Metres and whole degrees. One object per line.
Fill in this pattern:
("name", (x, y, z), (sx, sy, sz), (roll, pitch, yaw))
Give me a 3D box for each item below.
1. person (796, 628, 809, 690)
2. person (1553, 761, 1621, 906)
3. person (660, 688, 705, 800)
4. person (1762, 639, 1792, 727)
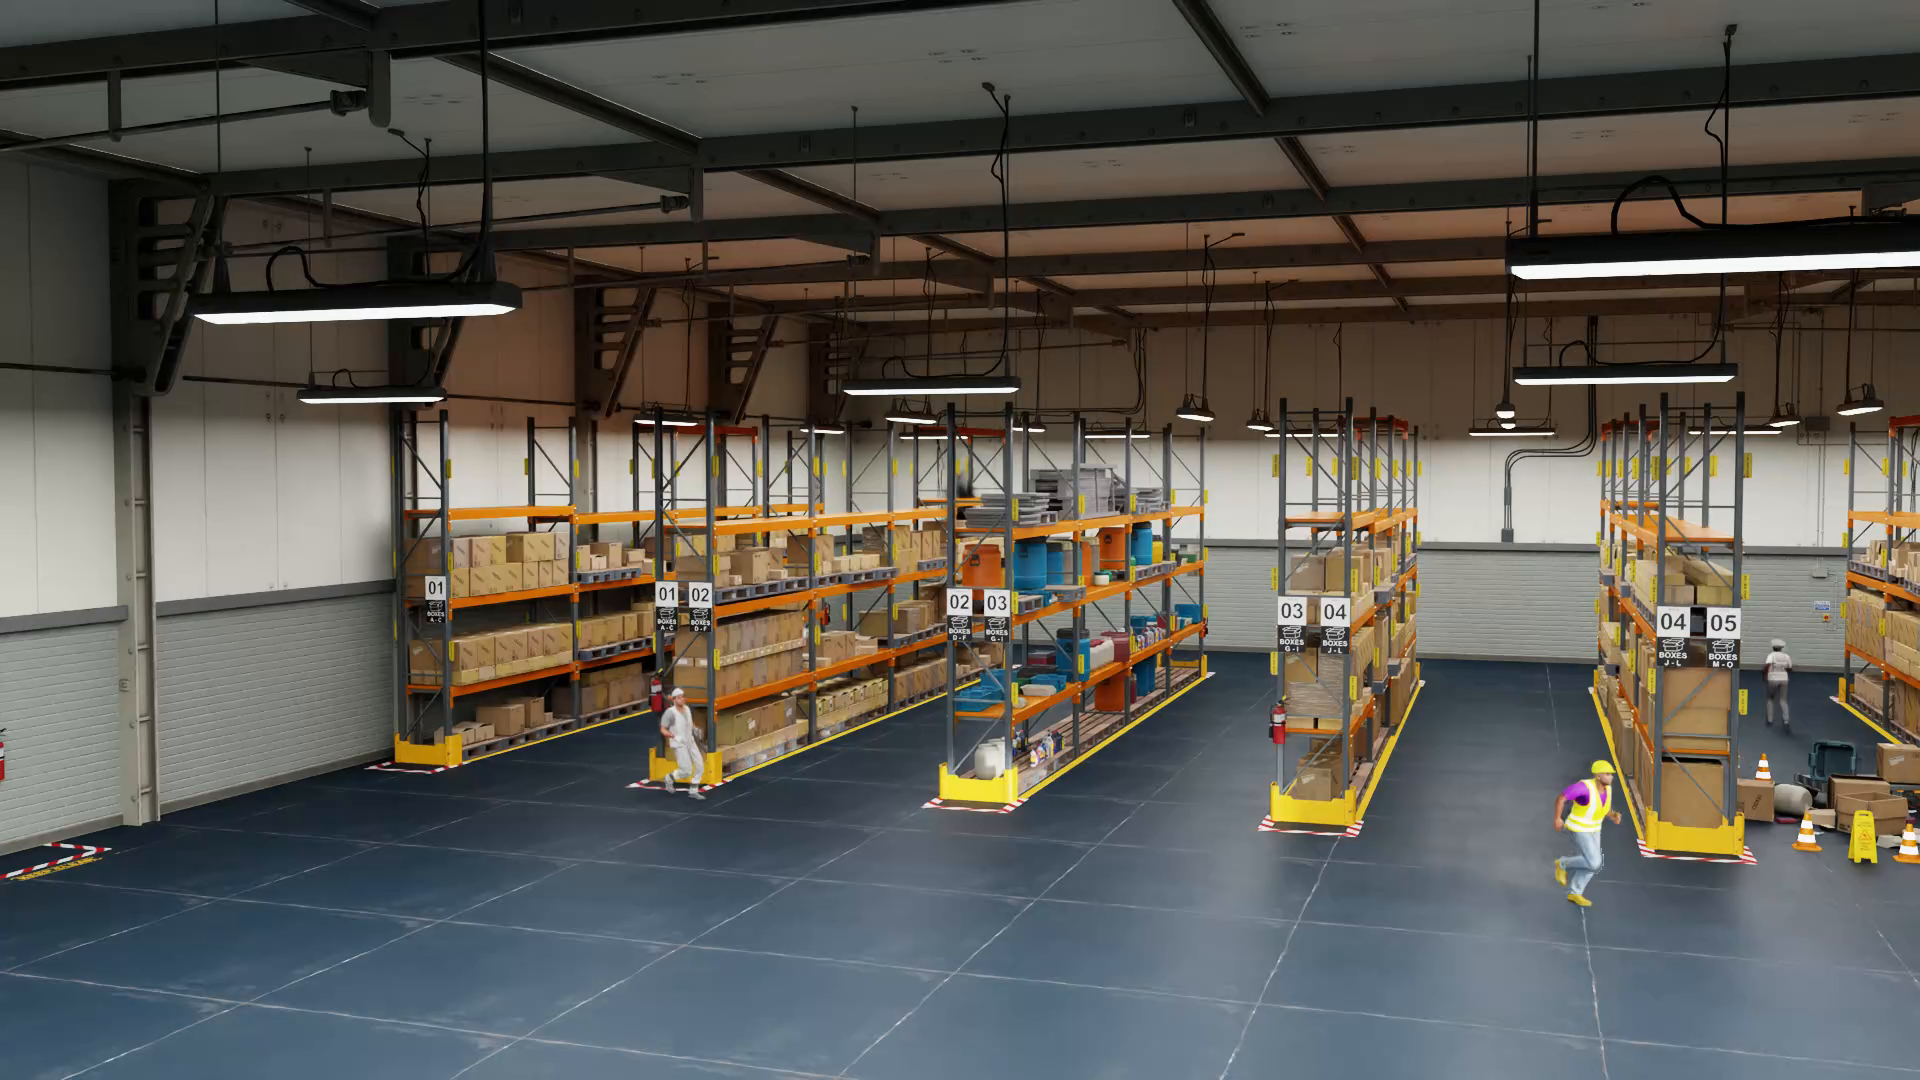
("person", (-3.580, 2.556, 36.523), (0.625, 1.830, 0.820), (0, 2, 6))
("person", (7.206, 3.351, 19.107), (0.689, 1.686, 0.737), (-2, 3, -38))
("person", (-4.236, 3.082, 25.113), (0.604, 1.709, 0.671), (1, 3, 31))
("person", (15.744, 2.799, 32.043), (0.589, 1.766, 0.758), (0, 2, 8))
